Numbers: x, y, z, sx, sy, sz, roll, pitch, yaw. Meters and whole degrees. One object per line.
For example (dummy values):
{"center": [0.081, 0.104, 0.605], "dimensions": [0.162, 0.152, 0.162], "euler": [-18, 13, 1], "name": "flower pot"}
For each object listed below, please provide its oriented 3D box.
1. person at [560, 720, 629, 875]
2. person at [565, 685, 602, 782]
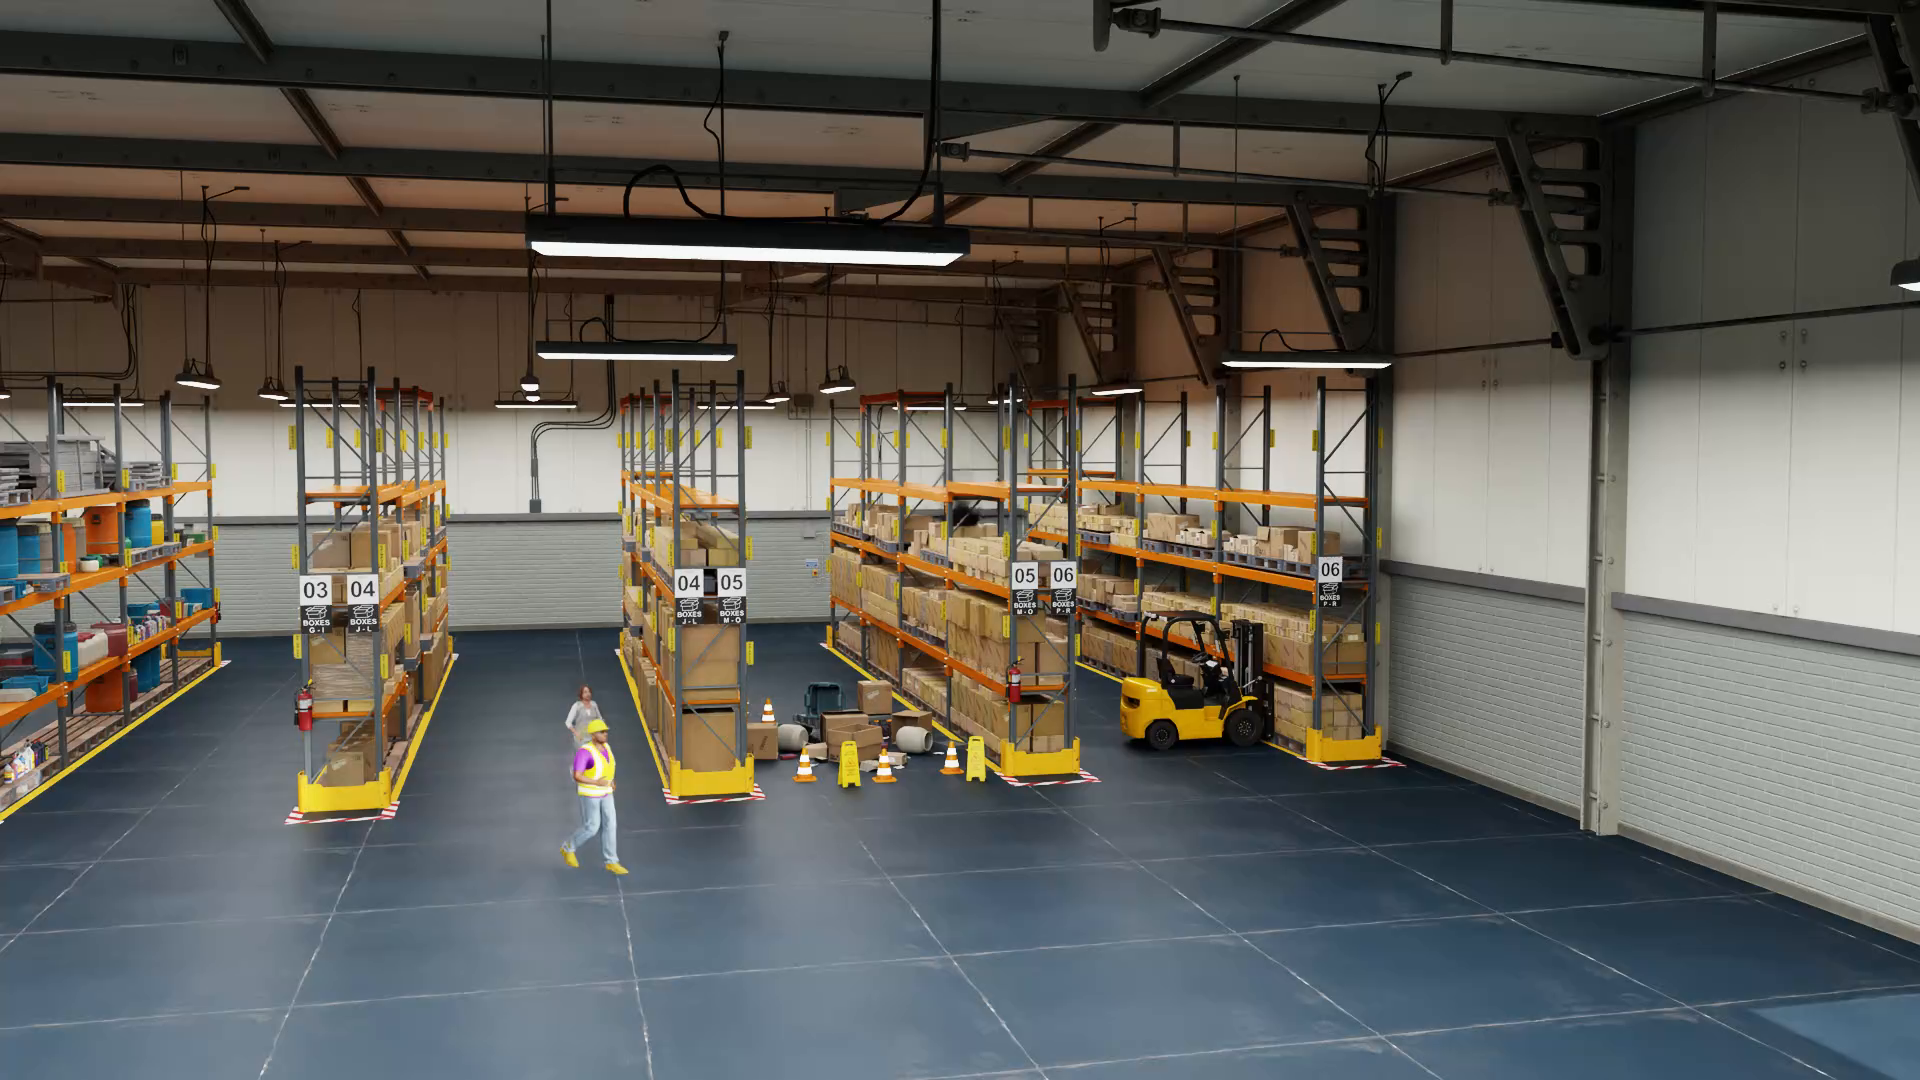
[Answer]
{"center": [-4.235, 2.964, 19.290], "dimensions": [0.866, 1.779, 0.724], "euler": [2, 4, 25], "name": "person"}
{"center": [-5.296, 2.823, 23.536], "dimensions": [0.543, 1.541, 0.645], "euler": [-2, 4, -34], "name": "person"}
